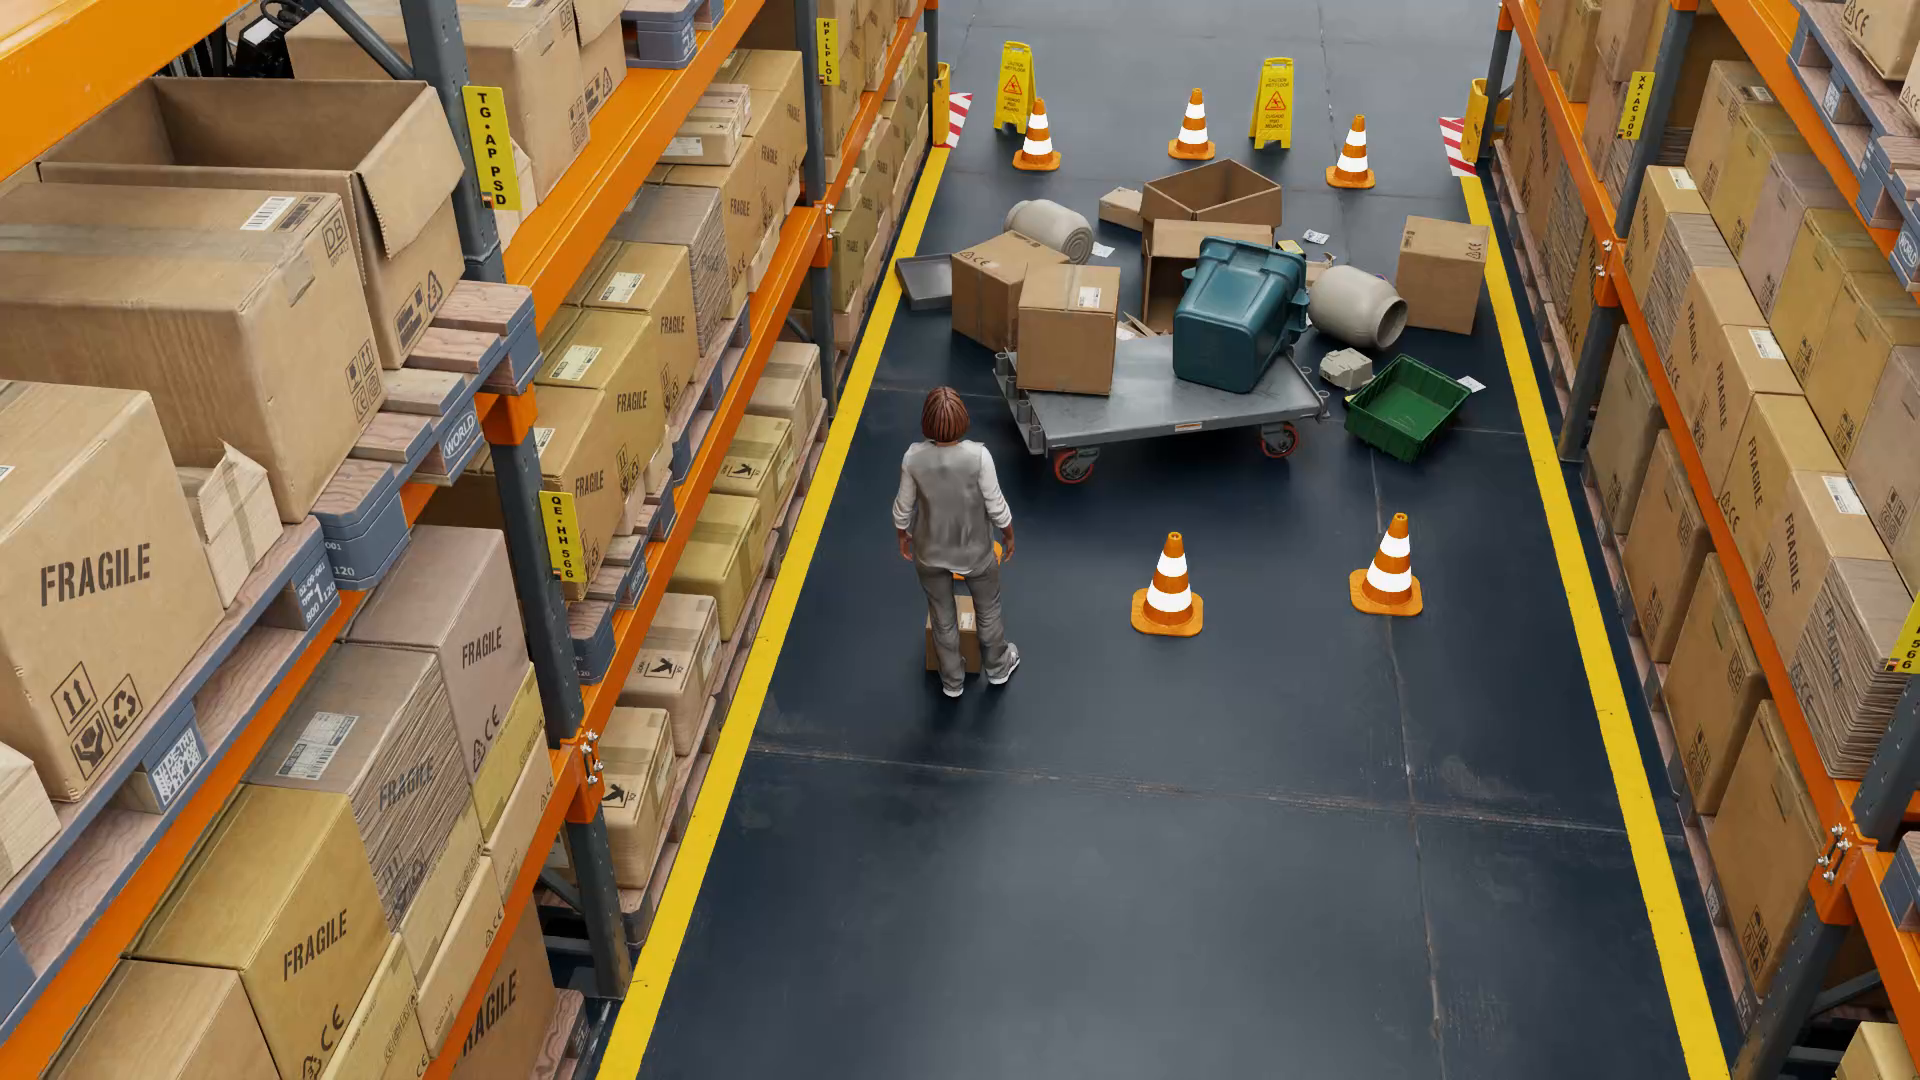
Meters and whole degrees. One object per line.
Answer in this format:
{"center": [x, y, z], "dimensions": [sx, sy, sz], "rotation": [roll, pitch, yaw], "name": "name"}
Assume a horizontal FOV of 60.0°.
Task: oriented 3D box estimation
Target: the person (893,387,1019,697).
{"center": [-0.006, -0.007, 7.039], "dimensions": [0.521, 1.598, 0.473], "rotation": [4, 37, 6], "name": "person"}
